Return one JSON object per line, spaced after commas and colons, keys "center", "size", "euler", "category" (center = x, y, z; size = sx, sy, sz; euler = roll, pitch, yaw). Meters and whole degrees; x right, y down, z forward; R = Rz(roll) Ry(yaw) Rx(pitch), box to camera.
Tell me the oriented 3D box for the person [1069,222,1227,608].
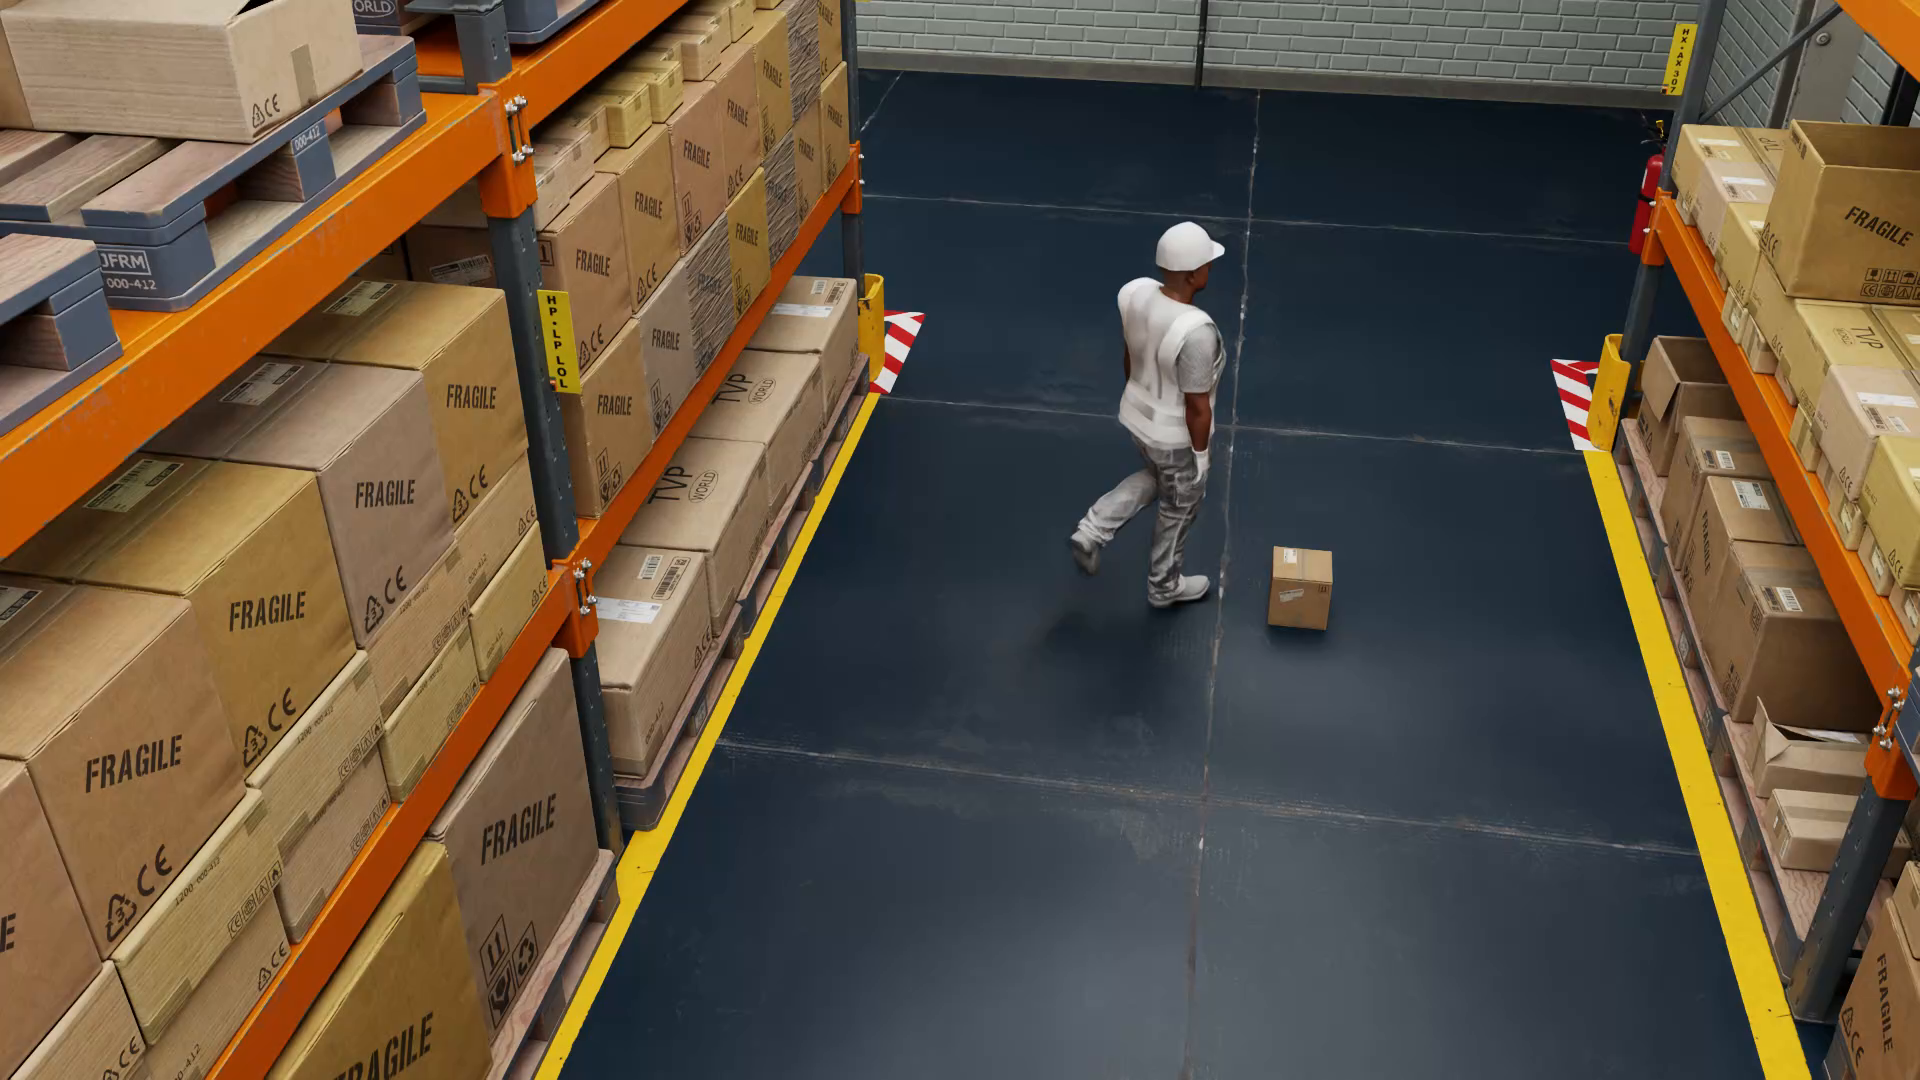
{"center": [0.837, -0.463, 6.838], "size": [0.622, 1.785, 0.604], "euler": [-16, 35, -23], "category": "person"}
